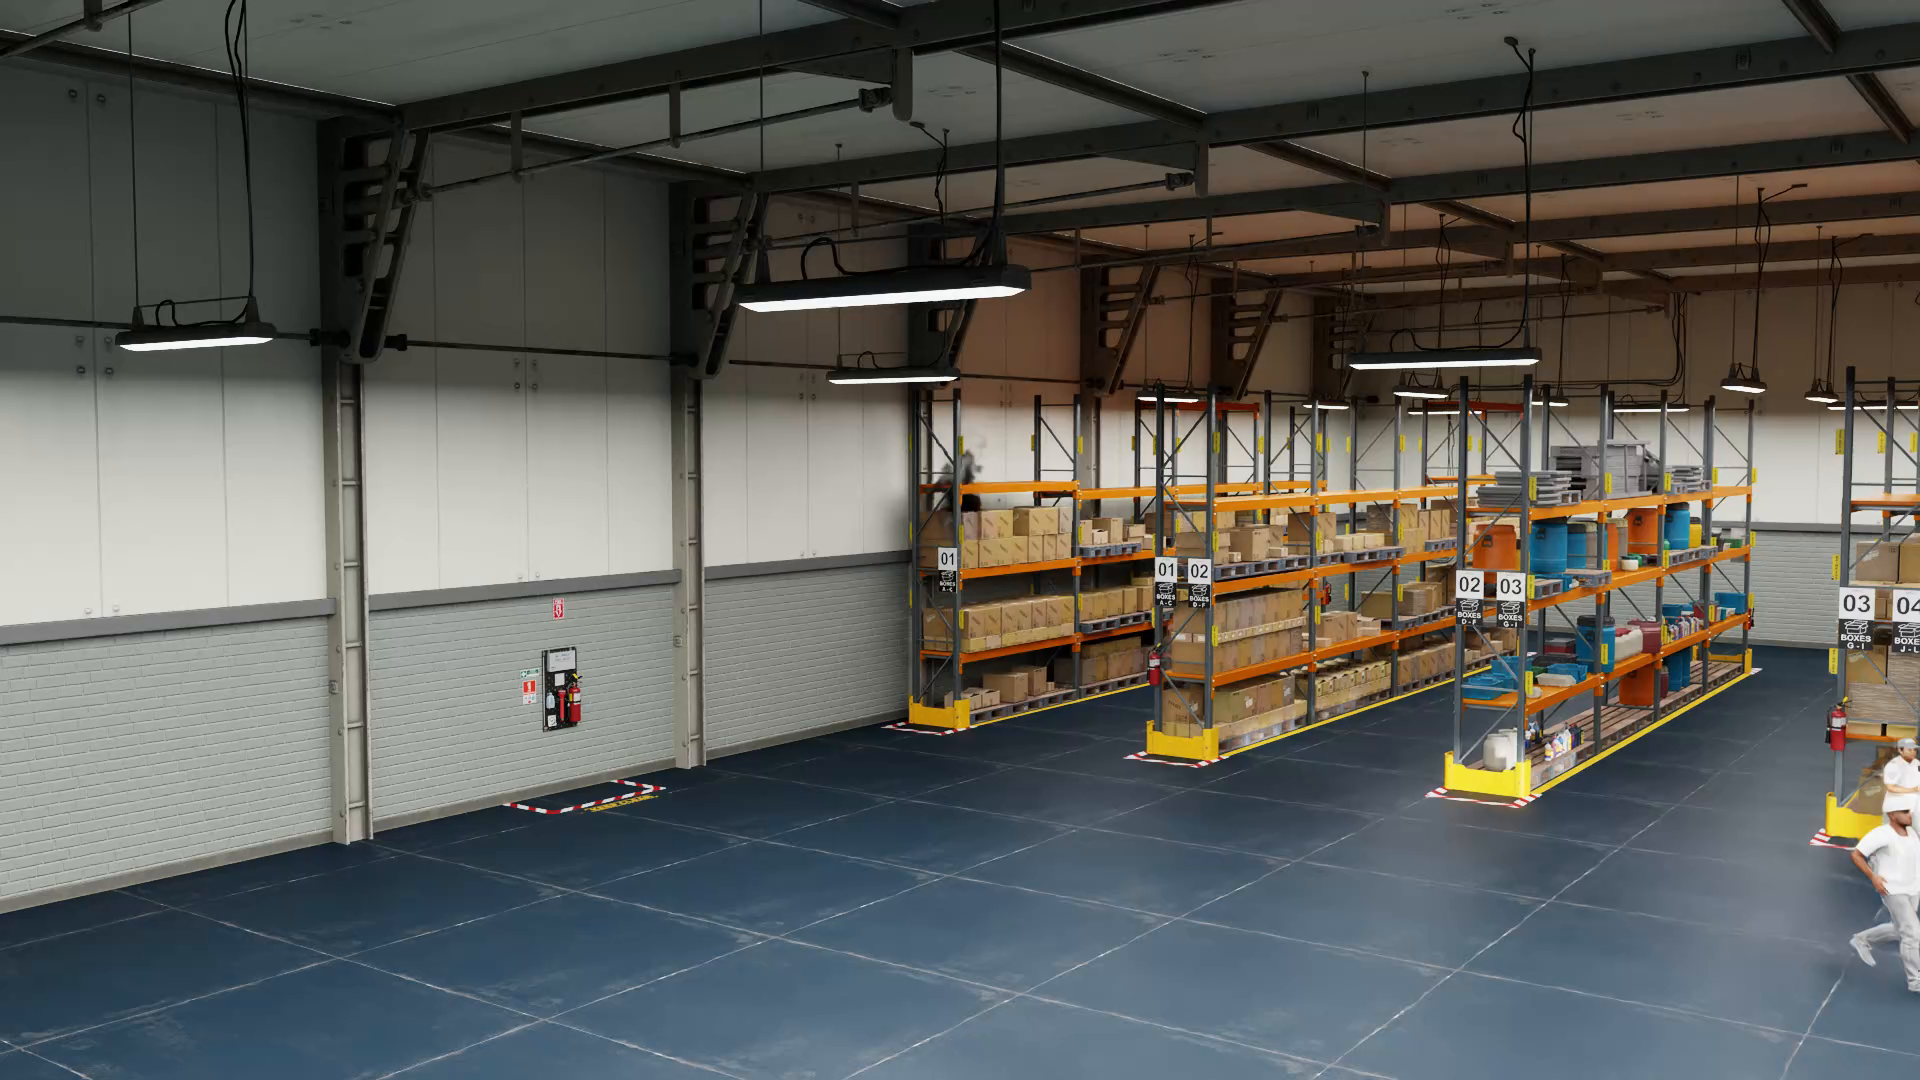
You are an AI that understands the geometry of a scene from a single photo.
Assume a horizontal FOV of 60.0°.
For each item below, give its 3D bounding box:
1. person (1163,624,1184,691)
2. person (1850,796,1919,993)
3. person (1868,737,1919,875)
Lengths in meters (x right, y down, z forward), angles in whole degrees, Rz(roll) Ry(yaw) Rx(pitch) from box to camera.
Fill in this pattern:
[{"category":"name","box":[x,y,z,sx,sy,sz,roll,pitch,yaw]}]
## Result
[{"category":"person","box":[3.781,2.408,29.759,0.677,1.837,0.904,2,4,32]},{"category":"person","box":[8.652,3.235,15.354,0.711,1.747,0.963,-2,4,-29]},{"category":"person","box":[10.742,3.097,18.907,0.594,1.724,0.764,0,3,-7]}]
